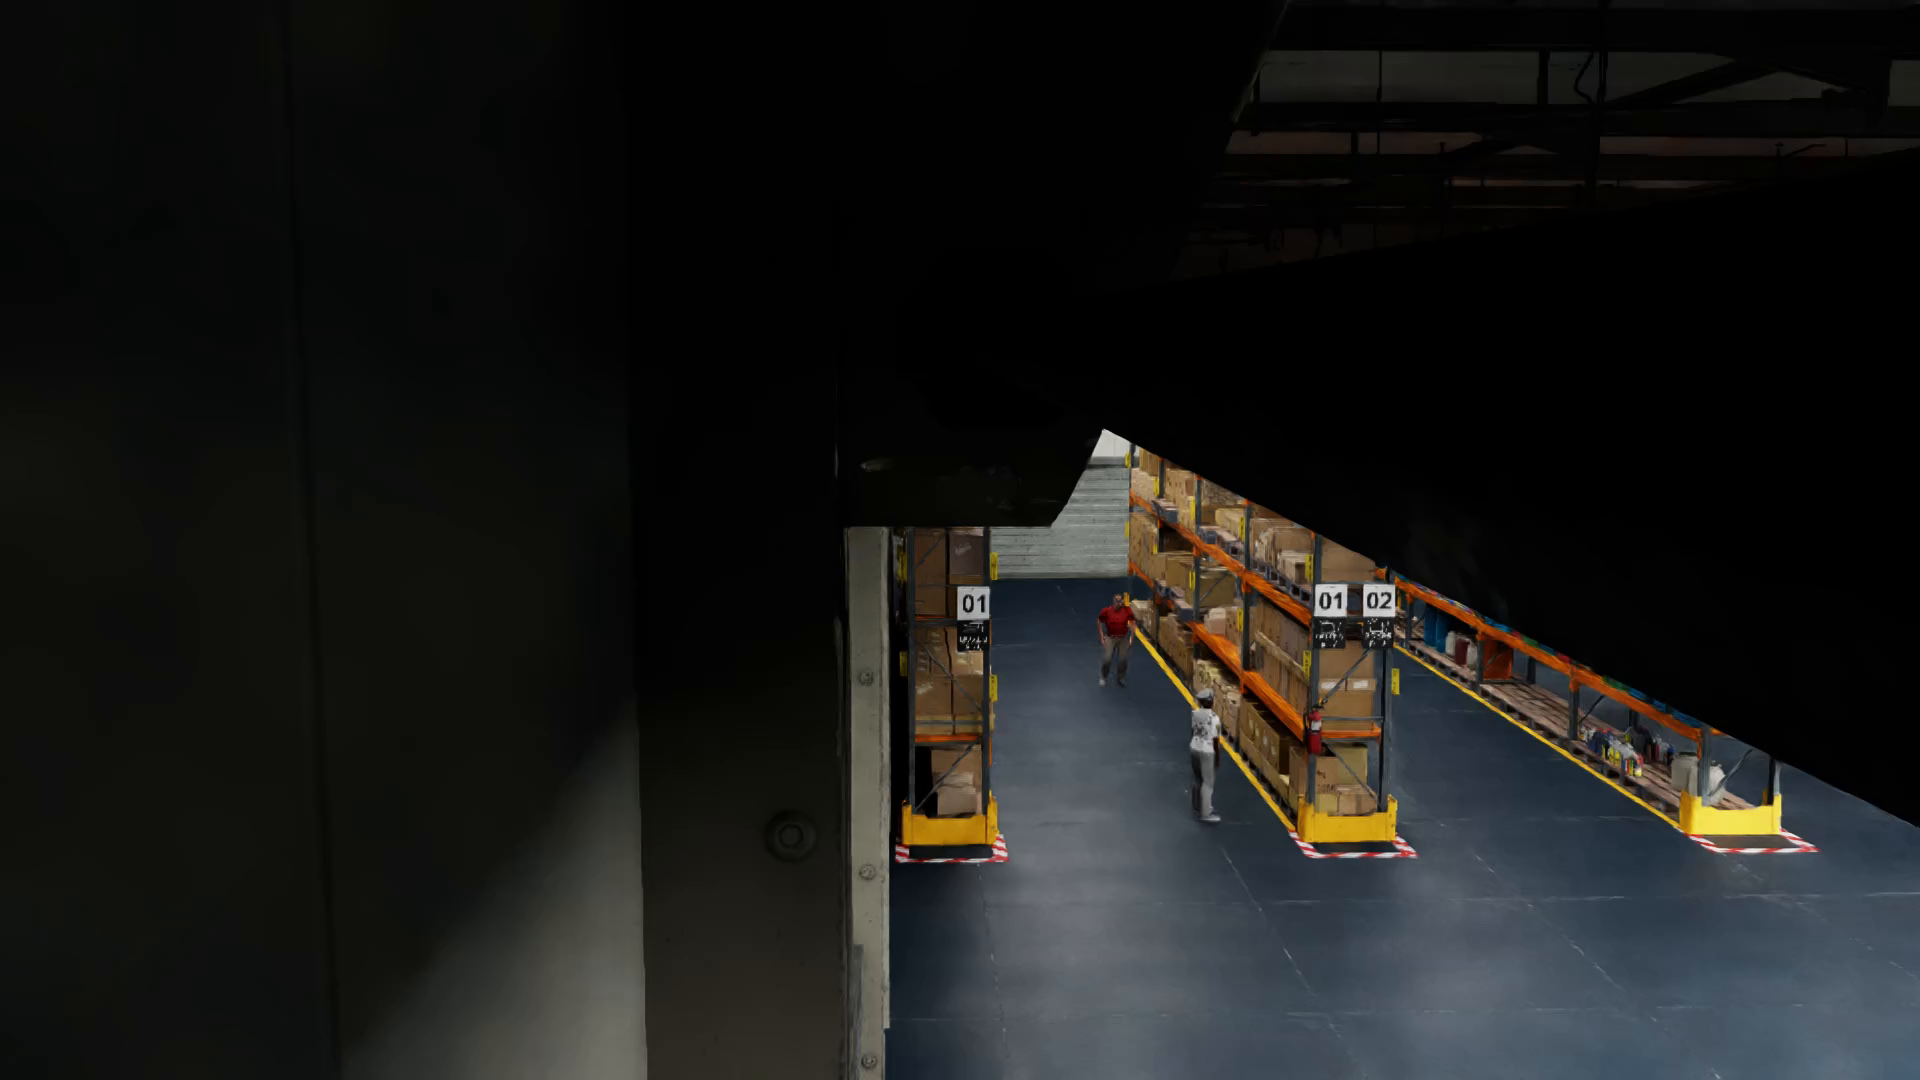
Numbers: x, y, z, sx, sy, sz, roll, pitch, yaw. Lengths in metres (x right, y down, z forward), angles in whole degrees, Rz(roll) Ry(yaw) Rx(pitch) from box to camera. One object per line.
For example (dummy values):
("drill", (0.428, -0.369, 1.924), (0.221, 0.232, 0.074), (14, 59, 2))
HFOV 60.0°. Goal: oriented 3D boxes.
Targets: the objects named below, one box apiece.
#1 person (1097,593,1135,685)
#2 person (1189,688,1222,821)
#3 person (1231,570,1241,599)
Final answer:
("person", (2.756, 1.749, 29.379), (0.682, 1.676, 0.521), (-1, 7, -4))
("person", (3.187, 2.751, 21.457), (0.422, 1.677, 0.502), (-5, 9, -34))
("person", (6.169, 0.614, 37.757), (0.384, 1.759, 0.654), (-5, 9, -34))
